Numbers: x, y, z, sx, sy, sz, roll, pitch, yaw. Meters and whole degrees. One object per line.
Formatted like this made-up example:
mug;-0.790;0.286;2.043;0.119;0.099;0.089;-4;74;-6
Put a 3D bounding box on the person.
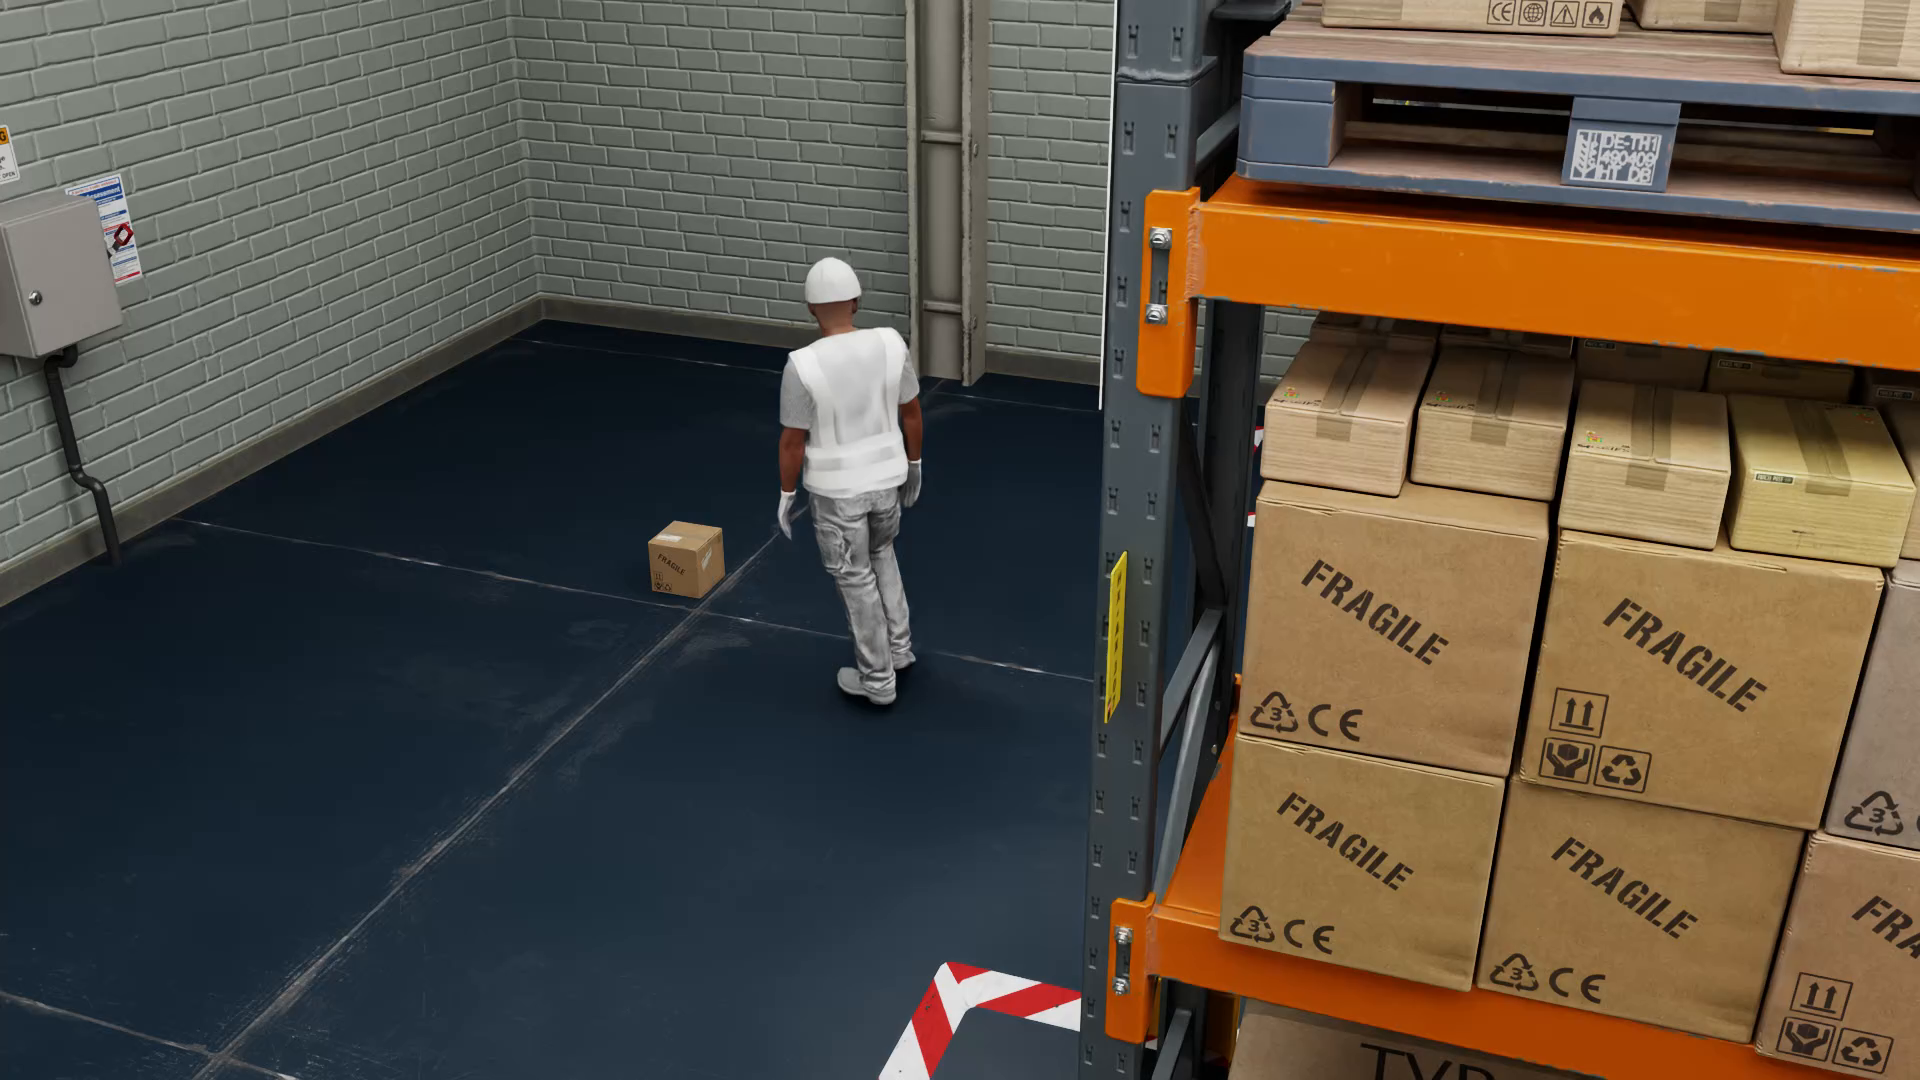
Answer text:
person;-0.414;-0.204;6.491;0.590;1.790;0.491;-16;30;-30
